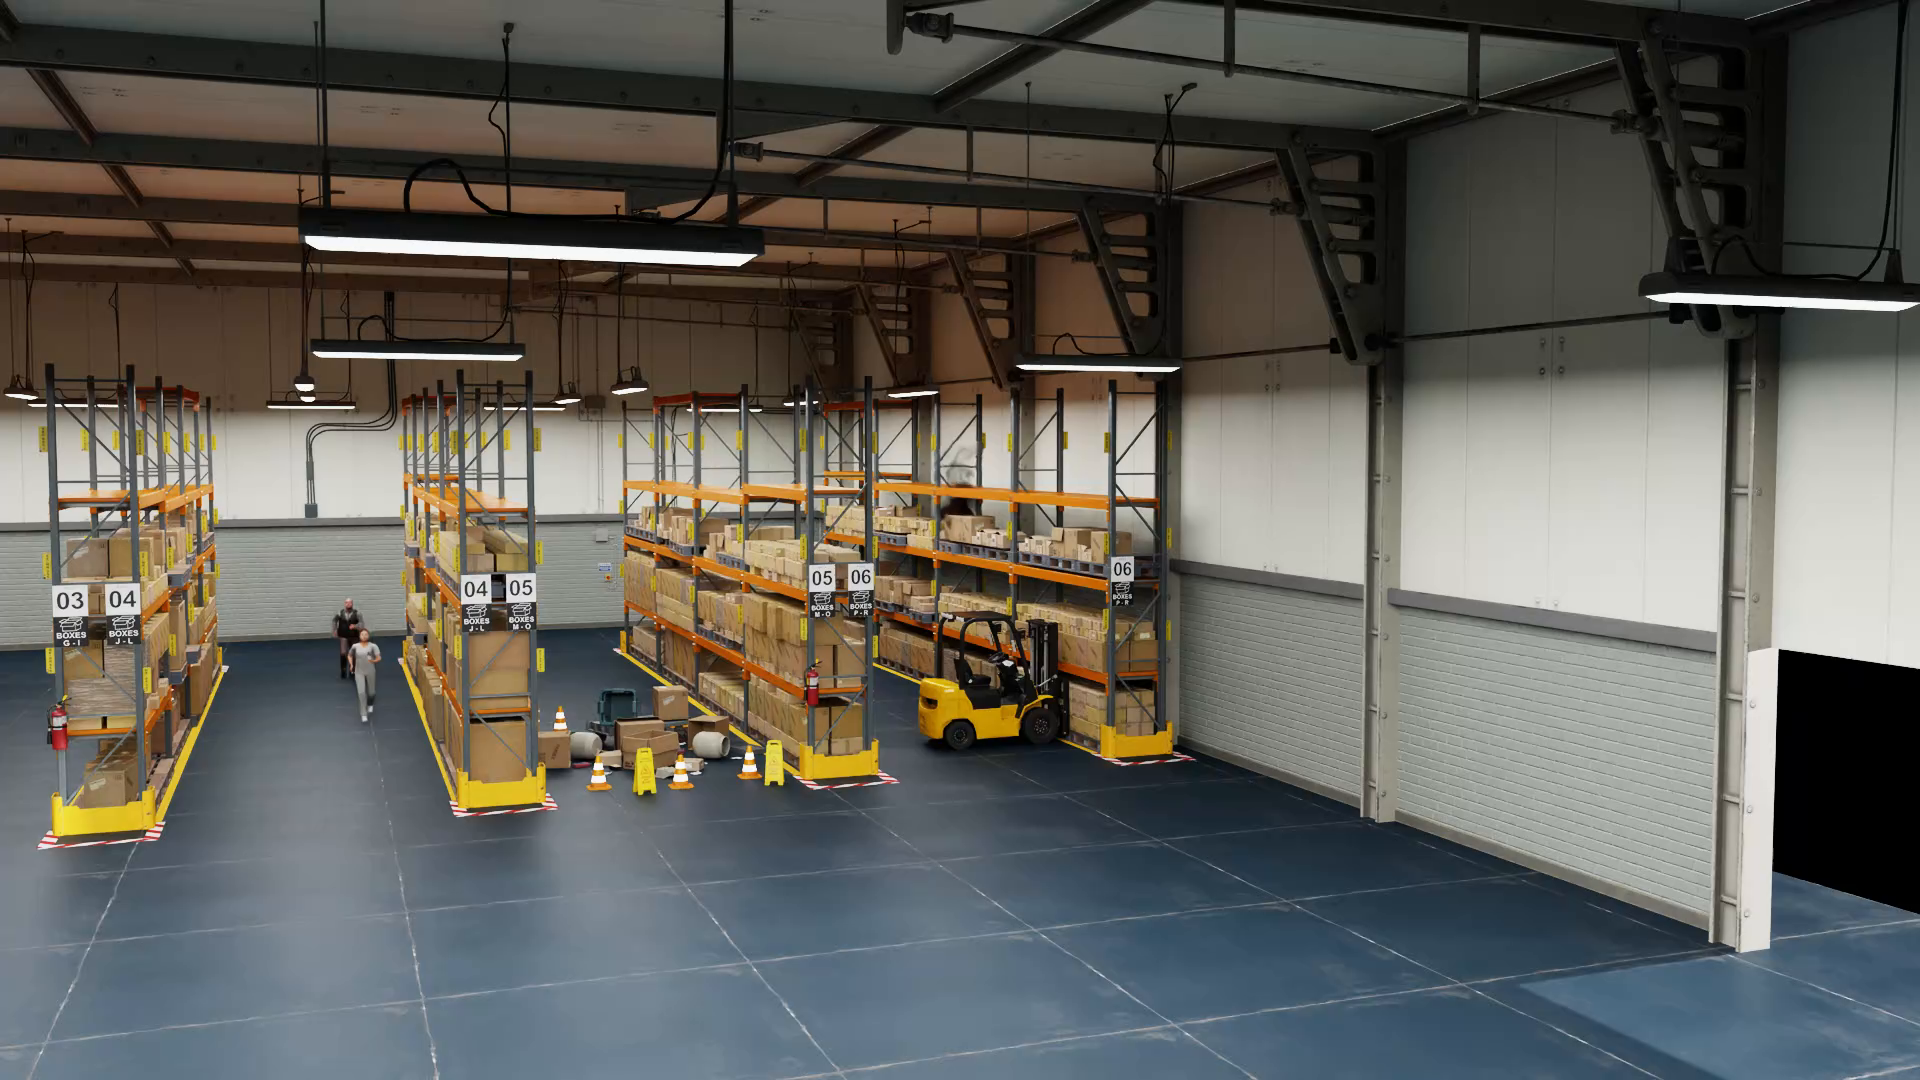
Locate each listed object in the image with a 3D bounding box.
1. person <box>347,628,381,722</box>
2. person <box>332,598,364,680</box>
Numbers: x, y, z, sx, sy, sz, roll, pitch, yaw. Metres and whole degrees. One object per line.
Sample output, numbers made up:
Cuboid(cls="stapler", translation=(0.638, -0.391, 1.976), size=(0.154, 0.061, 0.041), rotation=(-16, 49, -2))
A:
Cuboid(cls="person", translation=(-10.733, 2.414, 29.979), size=(0.575, 1.645, 0.865), rotation=(-1, 4, -20))
Cuboid(cls="person", translation=(-12.923, 2.093, 35.135), size=(0.634, 1.722, 0.692), rotation=(-1, 4, -21))
